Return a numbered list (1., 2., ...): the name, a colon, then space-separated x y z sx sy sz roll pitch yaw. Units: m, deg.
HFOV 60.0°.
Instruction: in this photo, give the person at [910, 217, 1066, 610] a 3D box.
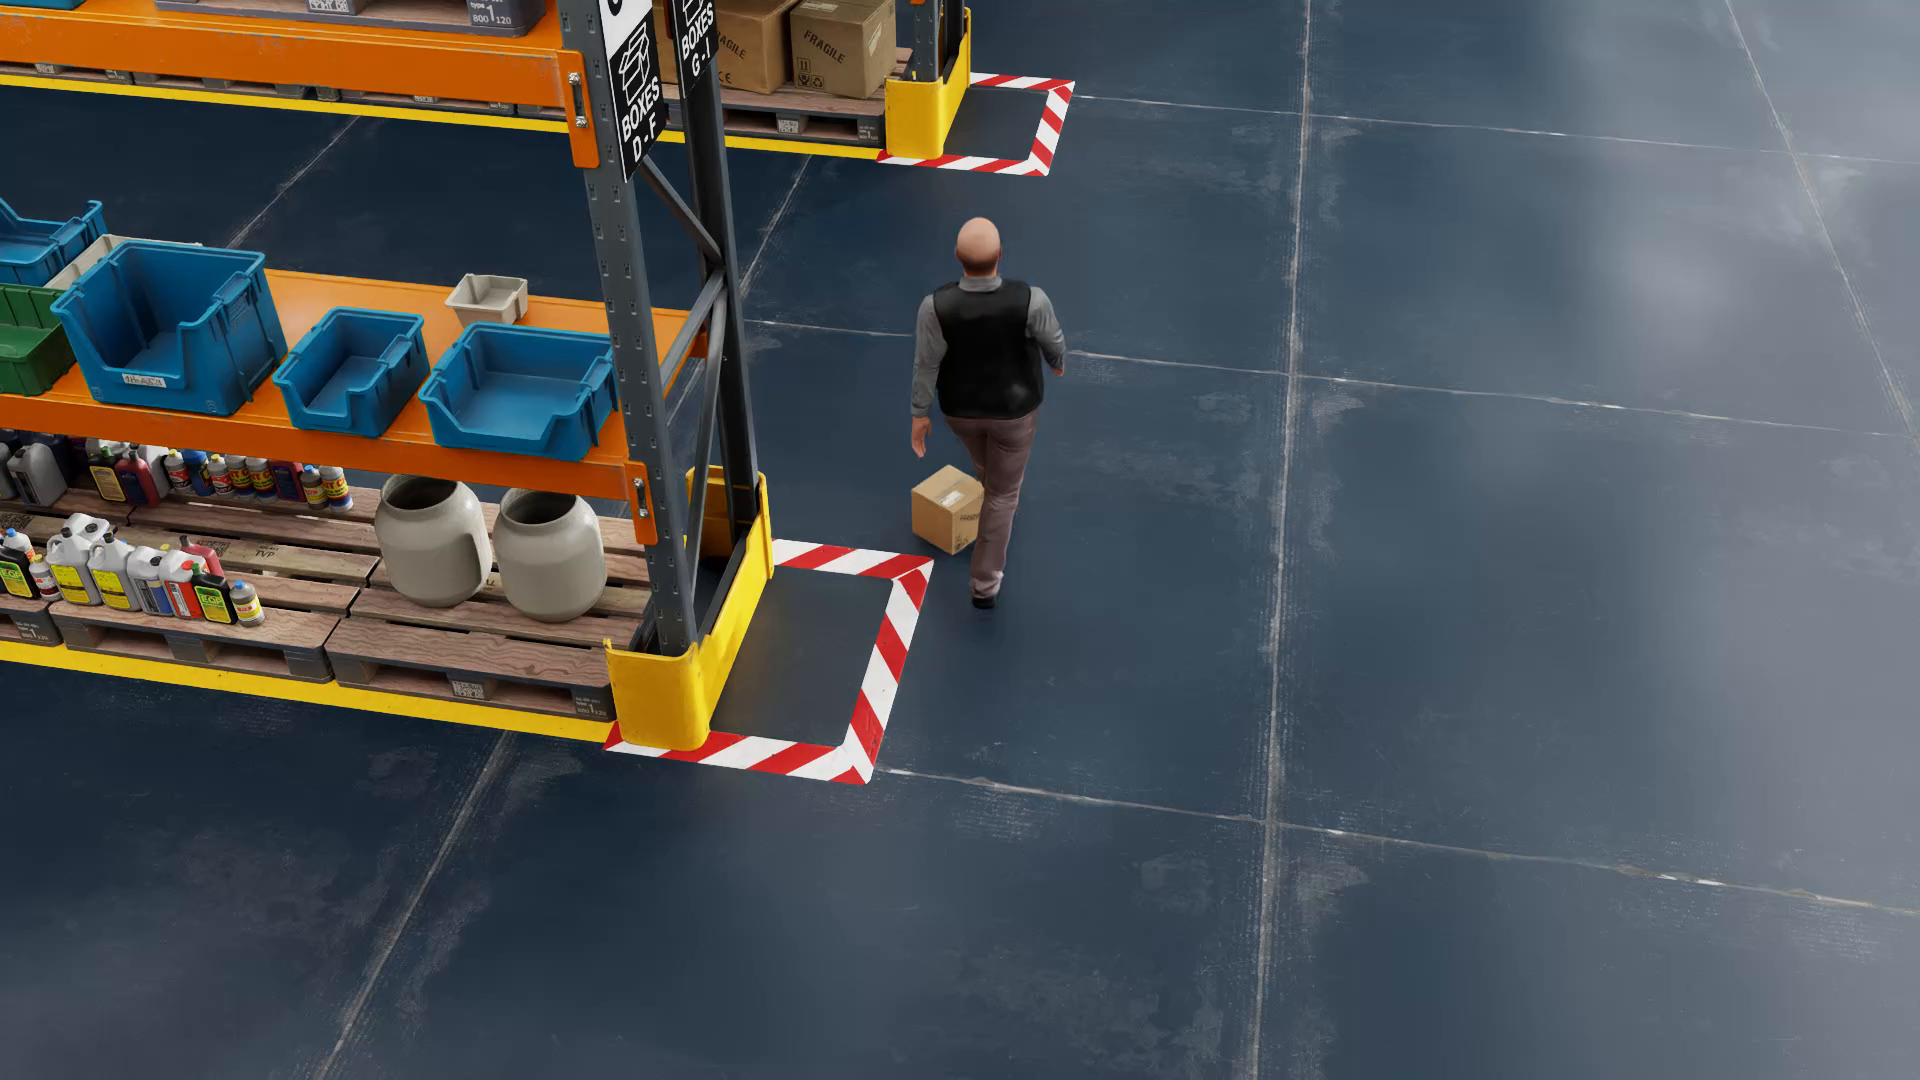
1. person: 0.127 -0.611 6.888 0.596 1.669 0.973 6 41 7
